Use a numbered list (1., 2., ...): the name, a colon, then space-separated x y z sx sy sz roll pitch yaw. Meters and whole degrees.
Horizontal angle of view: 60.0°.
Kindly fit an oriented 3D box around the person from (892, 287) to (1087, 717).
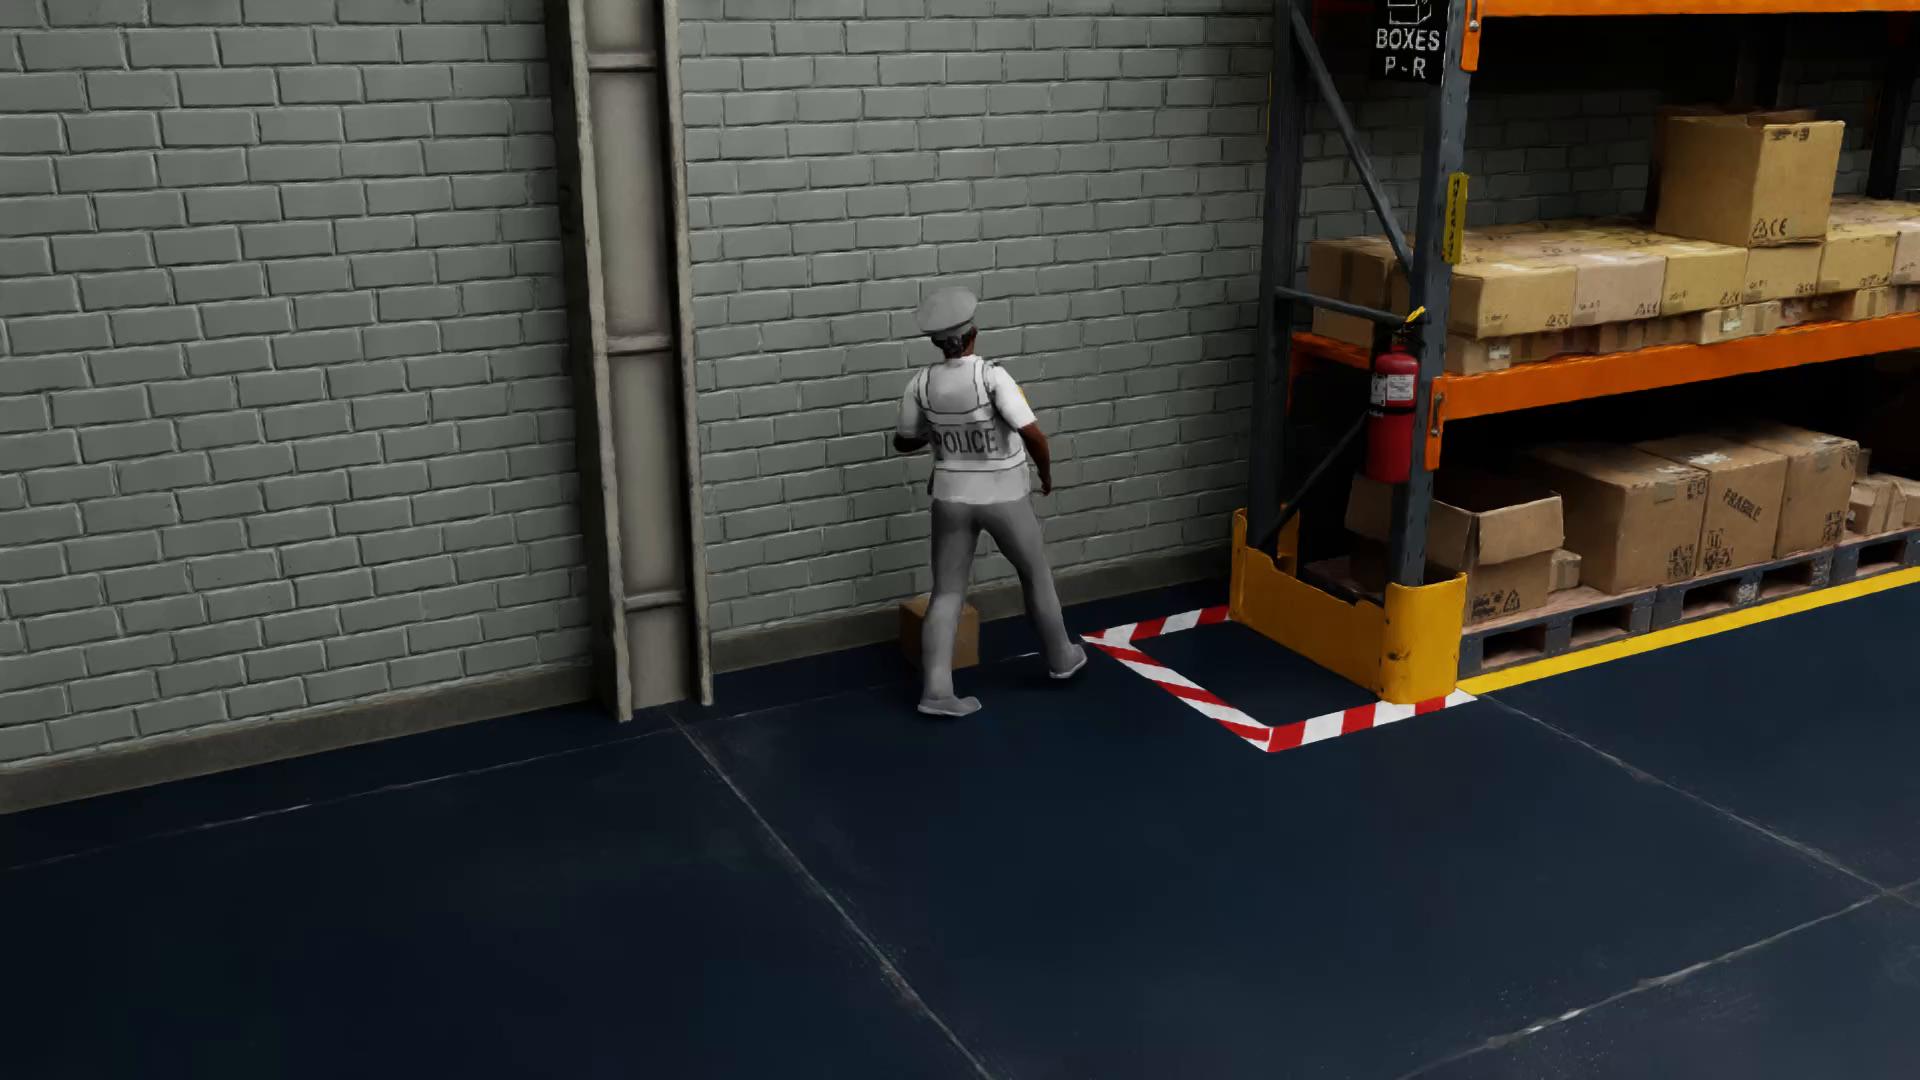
1. person: 0.110 -0.160 6.551 0.691 1.702 0.734 6 20 18
